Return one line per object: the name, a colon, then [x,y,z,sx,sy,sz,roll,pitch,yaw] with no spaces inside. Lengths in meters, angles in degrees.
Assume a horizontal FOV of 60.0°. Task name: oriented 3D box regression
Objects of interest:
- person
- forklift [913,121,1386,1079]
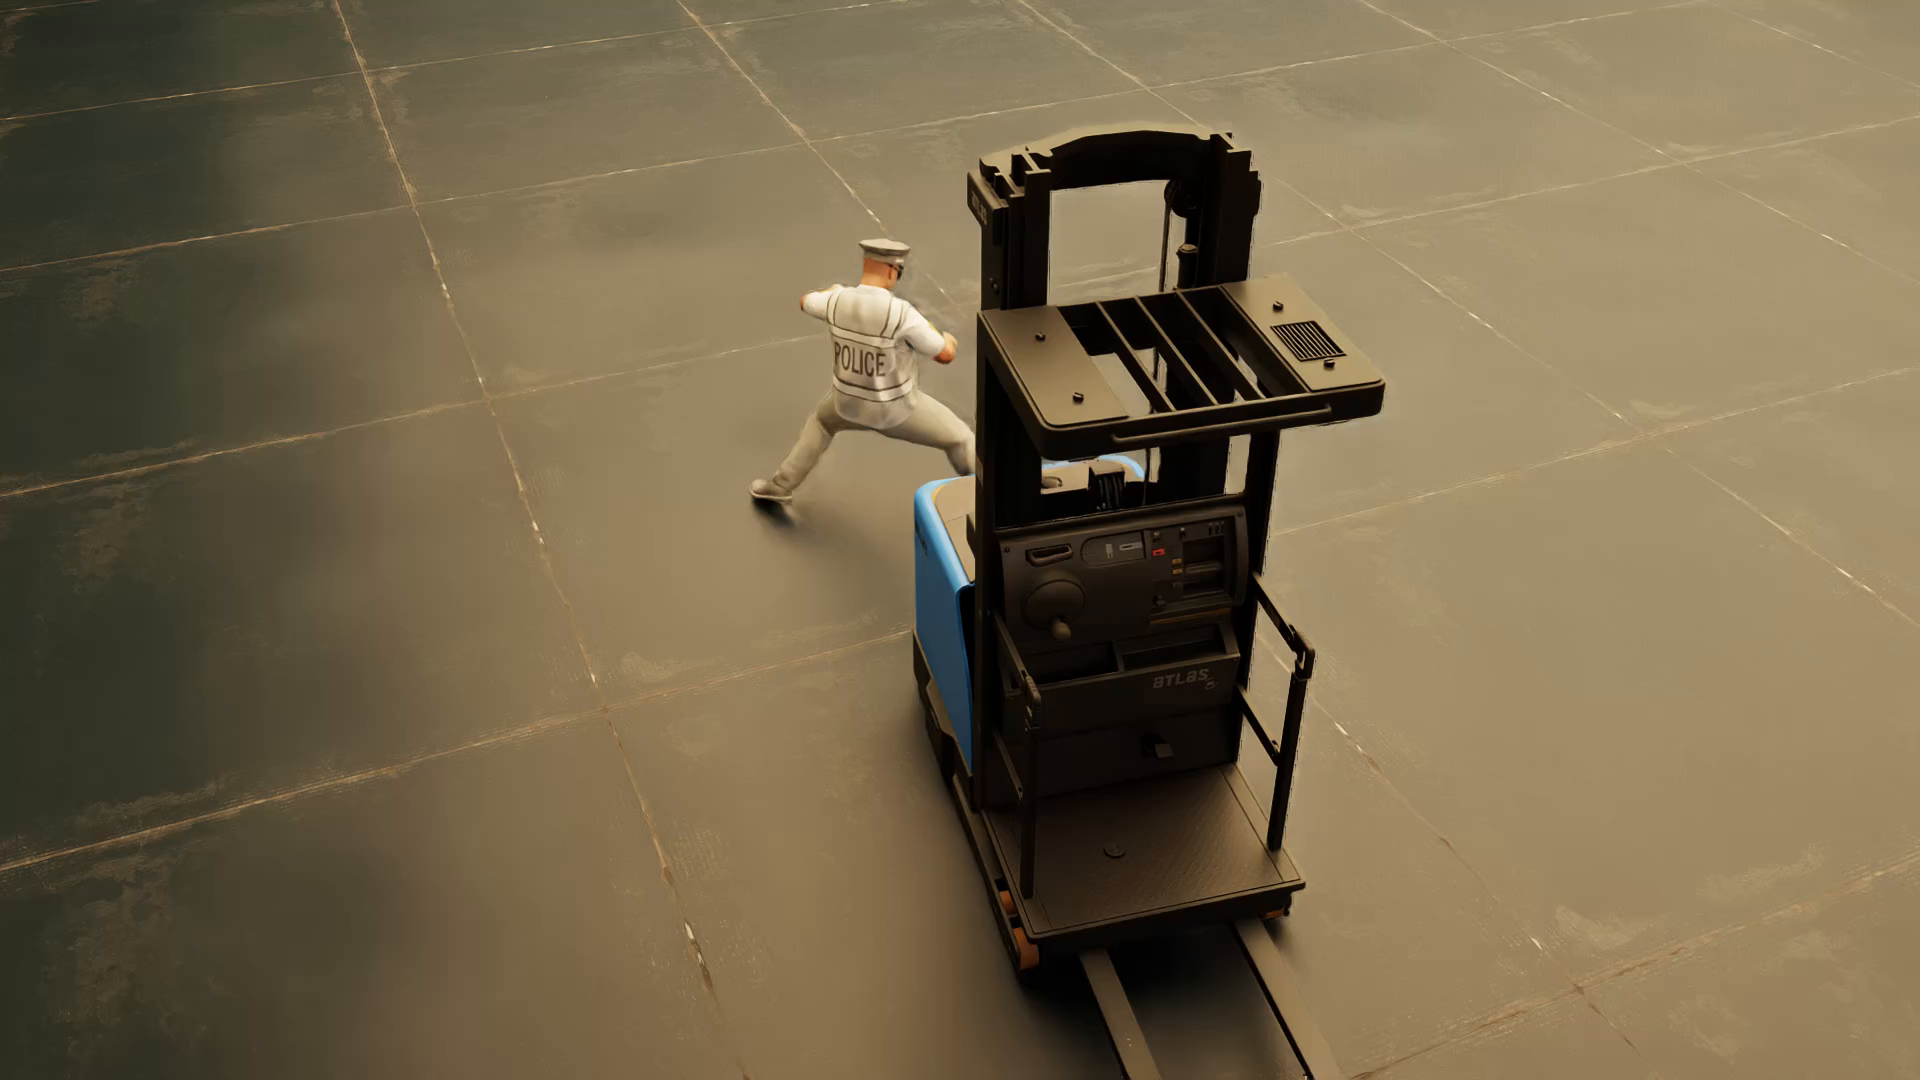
person: [-0.405,-0.857,8.494,1.320,1.546,0.838,16,38,21]
forklift: [0.655,0.188,5.834,1.130,2.935,3.031,-9,36,-12]
